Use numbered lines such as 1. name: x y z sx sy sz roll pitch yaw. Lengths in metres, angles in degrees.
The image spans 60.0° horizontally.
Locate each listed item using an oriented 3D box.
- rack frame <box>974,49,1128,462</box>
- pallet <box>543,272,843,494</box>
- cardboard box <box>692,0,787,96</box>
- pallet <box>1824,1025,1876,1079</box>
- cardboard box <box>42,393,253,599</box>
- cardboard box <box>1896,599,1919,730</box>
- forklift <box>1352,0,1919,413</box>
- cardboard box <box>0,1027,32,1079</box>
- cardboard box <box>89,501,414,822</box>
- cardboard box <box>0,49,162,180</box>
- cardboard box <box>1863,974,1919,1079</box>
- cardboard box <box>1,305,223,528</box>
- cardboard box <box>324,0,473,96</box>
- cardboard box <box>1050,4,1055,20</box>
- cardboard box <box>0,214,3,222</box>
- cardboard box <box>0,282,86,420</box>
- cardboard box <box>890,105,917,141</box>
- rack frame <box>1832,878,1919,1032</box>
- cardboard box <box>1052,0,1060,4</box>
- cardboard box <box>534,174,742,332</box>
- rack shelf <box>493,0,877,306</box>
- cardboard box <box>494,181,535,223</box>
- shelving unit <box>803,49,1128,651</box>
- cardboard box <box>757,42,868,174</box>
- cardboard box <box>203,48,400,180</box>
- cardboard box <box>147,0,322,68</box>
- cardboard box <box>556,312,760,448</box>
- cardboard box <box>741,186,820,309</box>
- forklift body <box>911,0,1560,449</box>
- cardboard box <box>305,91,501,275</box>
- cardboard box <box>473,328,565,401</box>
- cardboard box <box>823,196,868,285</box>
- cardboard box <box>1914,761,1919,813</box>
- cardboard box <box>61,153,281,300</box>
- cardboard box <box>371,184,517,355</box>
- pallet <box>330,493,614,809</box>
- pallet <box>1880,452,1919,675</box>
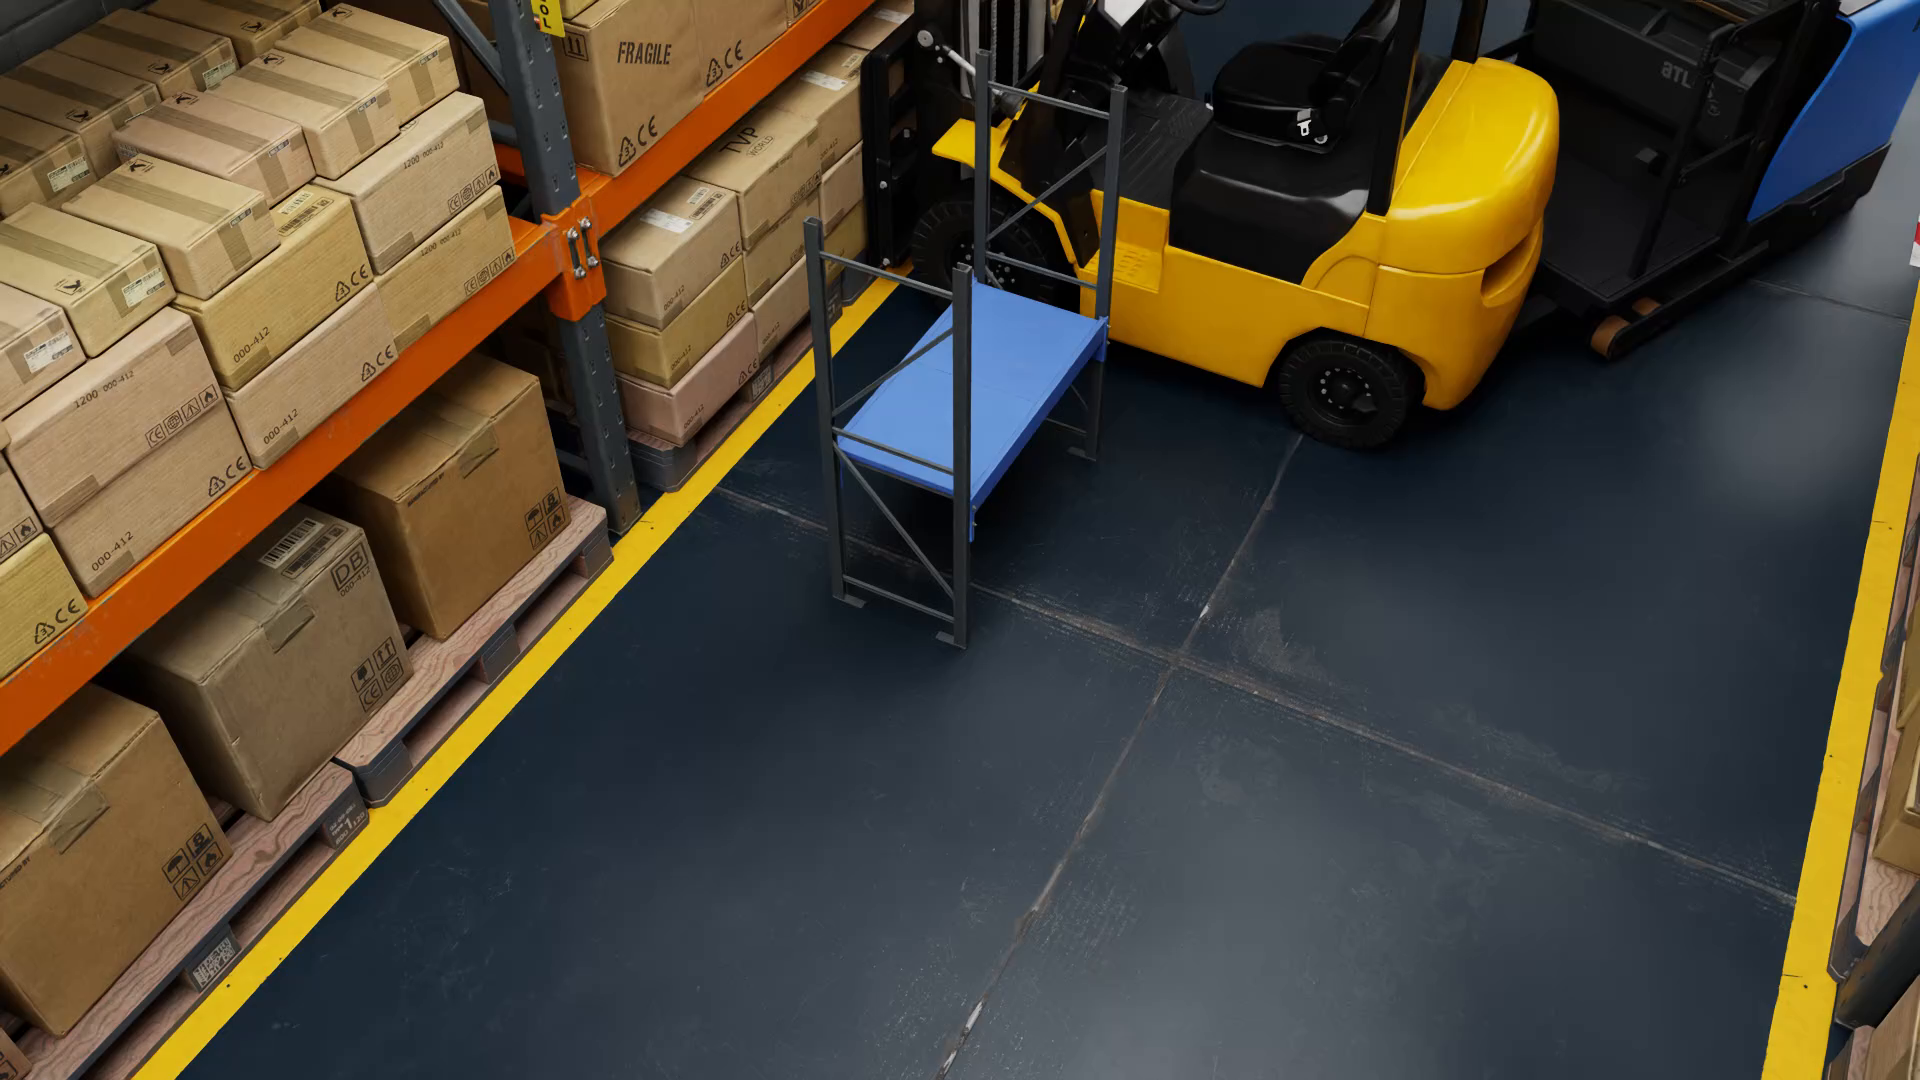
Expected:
1. rack frame: 0.276 -0.901 5.586 0.500 1.500 0.032 20 49 19
2. pallet: -1.177 -0.773 6.365 1.003 0.211 1.213 20 49 19
3. cardboard box: -0.919 -1.828 5.377 0.500 0.500 0.500 21 49 20
4. pallet: 2.455 1.842 3.781 1.003 0.211 1.213 20 49 19
5. cardboard box: -2.072 -0.188 3.932 0.500 0.250 0.500 21 49 19
6. cardboard box: 3.089 0.390 4.894 0.500 0.250 0.500 19 48 18
7. forklift: 2.440 -2.160 5.825 3.031 2.935 1.130 -28 52 -25
8. cardboard box: -2.842 1.139 3.890 0.875 0.625 0.625 22 49 20
9. cardboard box: -2.183 0.240 4.778 0.875 0.625 0.625 20 49 19
10. cardboard box: -2.224 -1.069 4.172 0.380 0.149 0.250 20 49 19
11. cardboard box: 2.573 1.478 3.732 0.950 0.372 0.625 21 49 20
12. cardboard box: -2.060 -0.348 3.739 0.500 0.250 0.500 21 49 20
13. cardboard box: -1.614 -1.673 5.224 0.500 0.500 0.500 20 49 19
14. cardboard box: 0.096 -2.256 7.509 0.500 0.250 0.500 20 49 19
15. cardboard box: -2.463 -0.753 3.859 0.380 0.149 0.250 20 49 19
16. cardboard box: -2.112 -0.426 3.535 0.380 0.149 0.250 21 49 19
17. cardboard box: -0.375 -1.774 6.681 0.500 0.250 0.500 20 49 19
18. rack frame: 2.815 0.371 3.275 1.000 3.000 0.127 20 49 19
19. cardboard box: 0.324 -2.732 7.628 0.500 0.250 0.500 20 49 19
20. cardboard box: -1.081 -0.999 5.564 0.500 0.250 0.500 20 49 18
21. rack shelf: -0.655 -2.273 6.393 1.077 0.370 4.000 20 49 19
22. cardboard box: -1.526 -1.172 5.734 0.500 0.250 0.500 21 49 20
23. shelving unit: 0.040 -0.581 5.270 0.538 1.500 1.048 20 49 19
24. cardboard box: -0.614 -1.635 6.192 0.500 0.250 0.500 22 49 20
25. cardboard box: -1.649 -1.072 4.174 0.380 0.149 0.250 20 49 18
26. cardboard box: -1.937 -1.378 4.477 0.380 0.149 0.250 19 48 18
27. cardboard box: -1.066 -0.642 5.914 0.500 0.250 0.500 21 49 19
28. cardboard box: -0.854 -1.143 6.057 0.500 0.250 0.500 20 49 19
29. forklift body: 1.009 -1.690 5.908 2.313 2.155 1.214 20 49 19
30. cardboard box: -1.585 -0.995 4.378 0.500 0.250 0.500 19 48 18
31. cardboard box: -1.537 -0.819 6.089 0.500 0.250 0.500 21 49 19
32. cardboard box: -0.619 -1.296 6.560 0.500 0.250 0.500 21 49 20
33. cardboard box: 2.852 0.465 4.292 0.500 0.500 0.500 20 49 19
34. cardboard box: -1.814 -0.725 3.832 0.380 0.149 0.250 19 48 18
35. cardboard box: -1.586 -0.809 4.546 0.500 0.250 0.500 22 49 20
36. pallet: -1.891 0.192 5.412 1.003 0.211 1.213 20 49 19
37. pallet: 3.660 0.145 5.458 1.003 0.211 1.213 20 49 19
